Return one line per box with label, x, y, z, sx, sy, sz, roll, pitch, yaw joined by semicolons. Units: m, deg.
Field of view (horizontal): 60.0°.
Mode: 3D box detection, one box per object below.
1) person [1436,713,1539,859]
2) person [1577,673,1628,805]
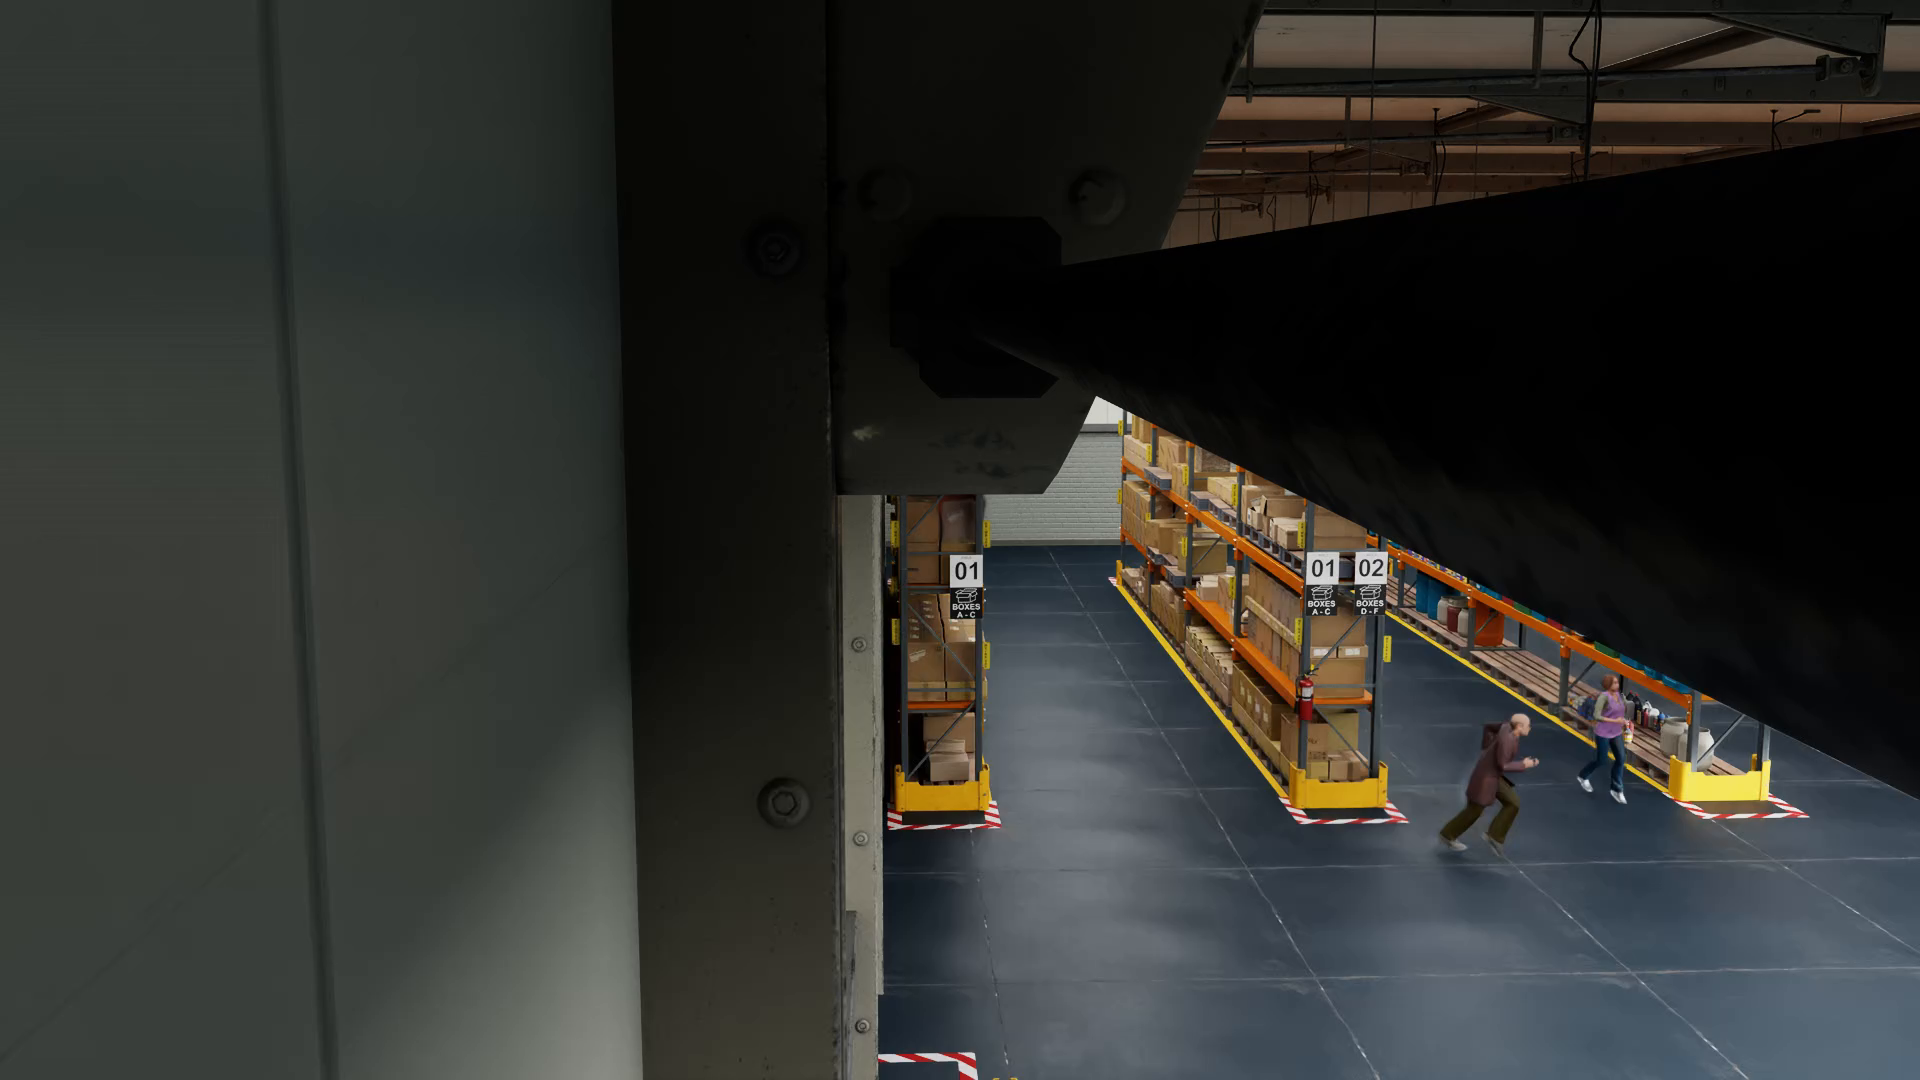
person;5.963;2.761;18.779;1.068;1.715;0.747;3;9;22
person;8.109;2.482;20.936;0.566;1.661;0.704;-5;10;-31
